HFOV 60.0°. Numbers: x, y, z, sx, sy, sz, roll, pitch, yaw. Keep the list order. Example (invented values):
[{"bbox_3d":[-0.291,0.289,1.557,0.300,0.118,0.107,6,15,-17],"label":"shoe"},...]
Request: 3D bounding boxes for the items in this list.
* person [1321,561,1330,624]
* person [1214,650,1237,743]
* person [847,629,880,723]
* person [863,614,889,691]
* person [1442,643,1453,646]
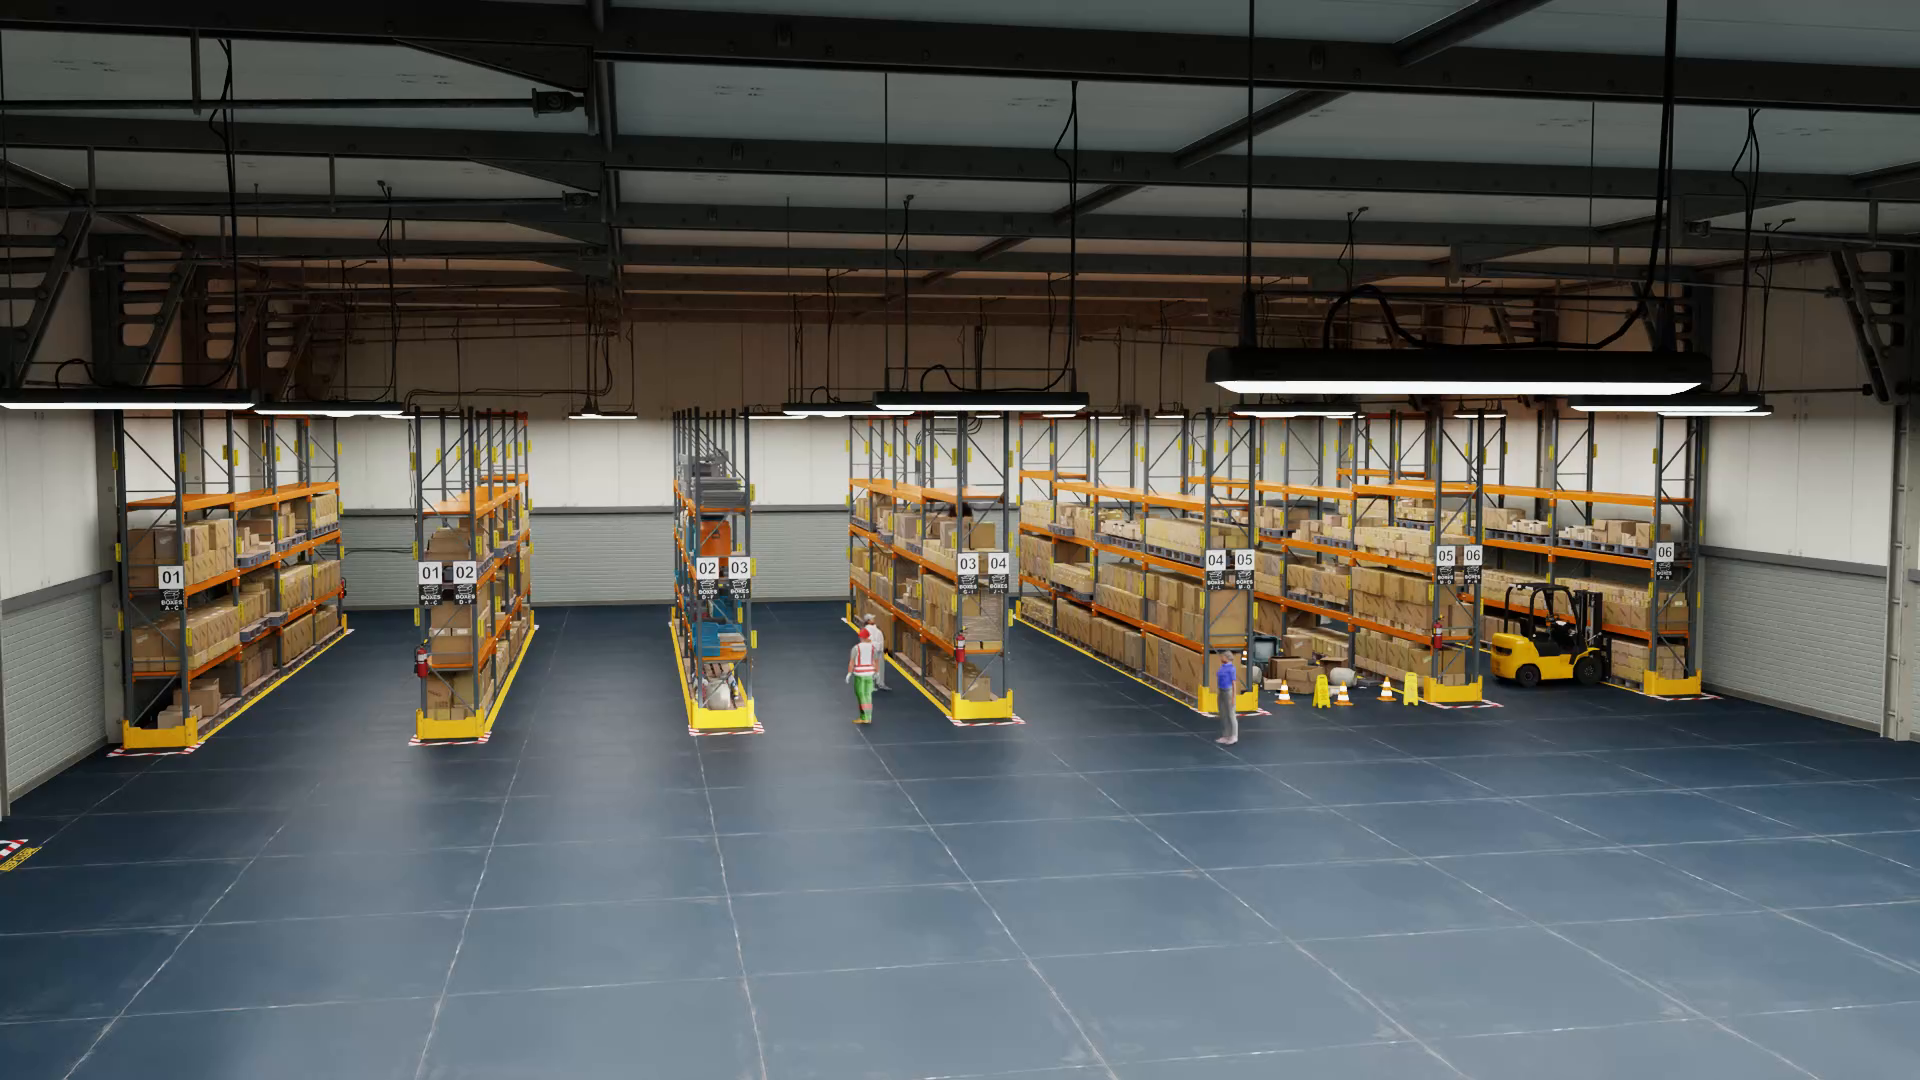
[{"bbox_3d":[10.330,1.479,47.306,0.478,1.784,0.633,0,4,-6],"label":"person"},{"bbox_3d":[4.775,2.800,29.606,0.377,1.688,0.551,-3,5,-32],"label":"person"},{"bbox_3d":[-1.833,2.575,31.612,0.616,1.792,0.409,-2,4,-23],"label":"person"},{"bbox_3d":[-1.810,2.389,35.493,0.424,1.644,0.569,3,5,37],"label":"person"},{"bbox_3d":[11.249,2.179,38.479,0.412,1.654,0.542,2,4,24],"label":"person"}]
